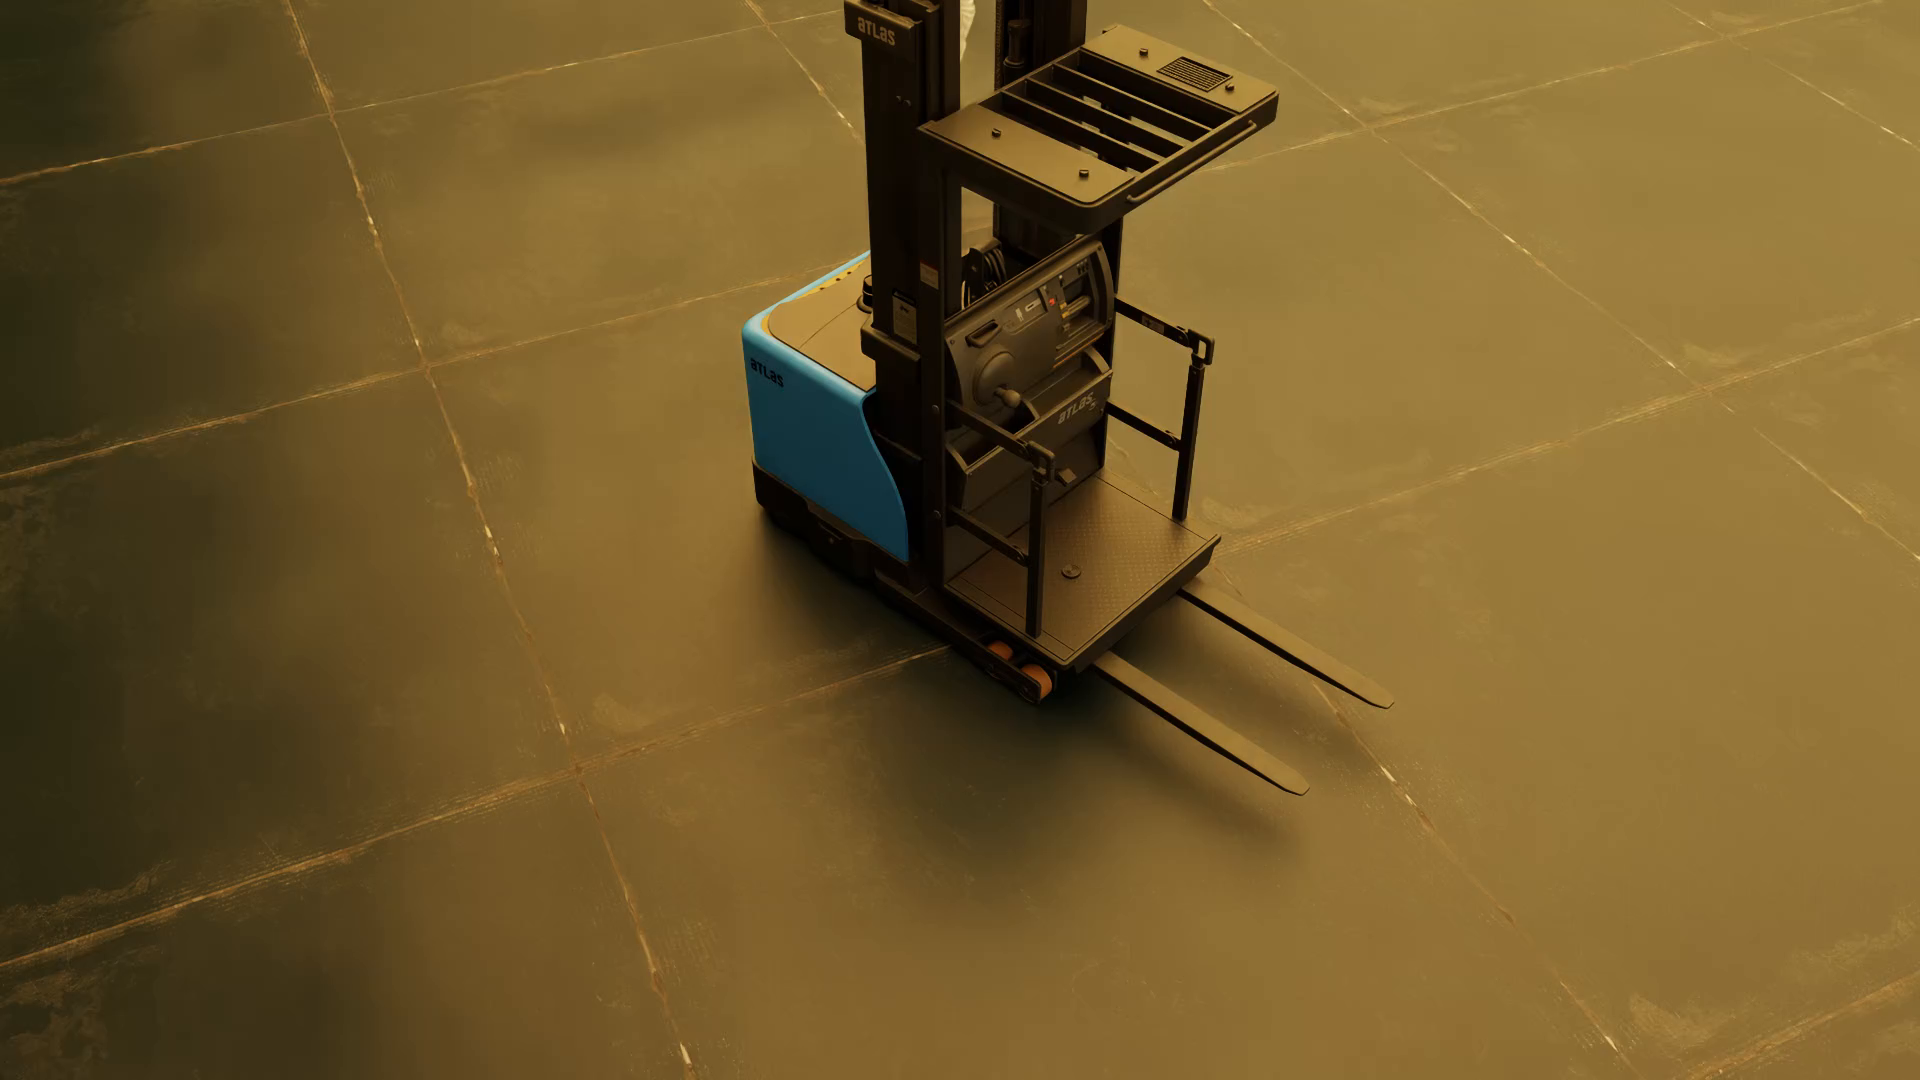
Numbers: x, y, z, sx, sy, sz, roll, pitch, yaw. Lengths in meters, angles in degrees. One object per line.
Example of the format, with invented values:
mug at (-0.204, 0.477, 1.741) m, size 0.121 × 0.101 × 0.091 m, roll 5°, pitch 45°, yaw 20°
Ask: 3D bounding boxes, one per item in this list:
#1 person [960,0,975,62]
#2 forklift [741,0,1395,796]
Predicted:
person at (-0.209, -2.830, 9.642) m, size 0.568 × 1.712 × 0.449 m, roll -21°, pitch 47°, yaw -21°
forklift at (0.445, -0.788, 6.525) m, size 3.031 × 2.935 × 1.130 m, roll 32°, pitch 52°, yaw 30°
